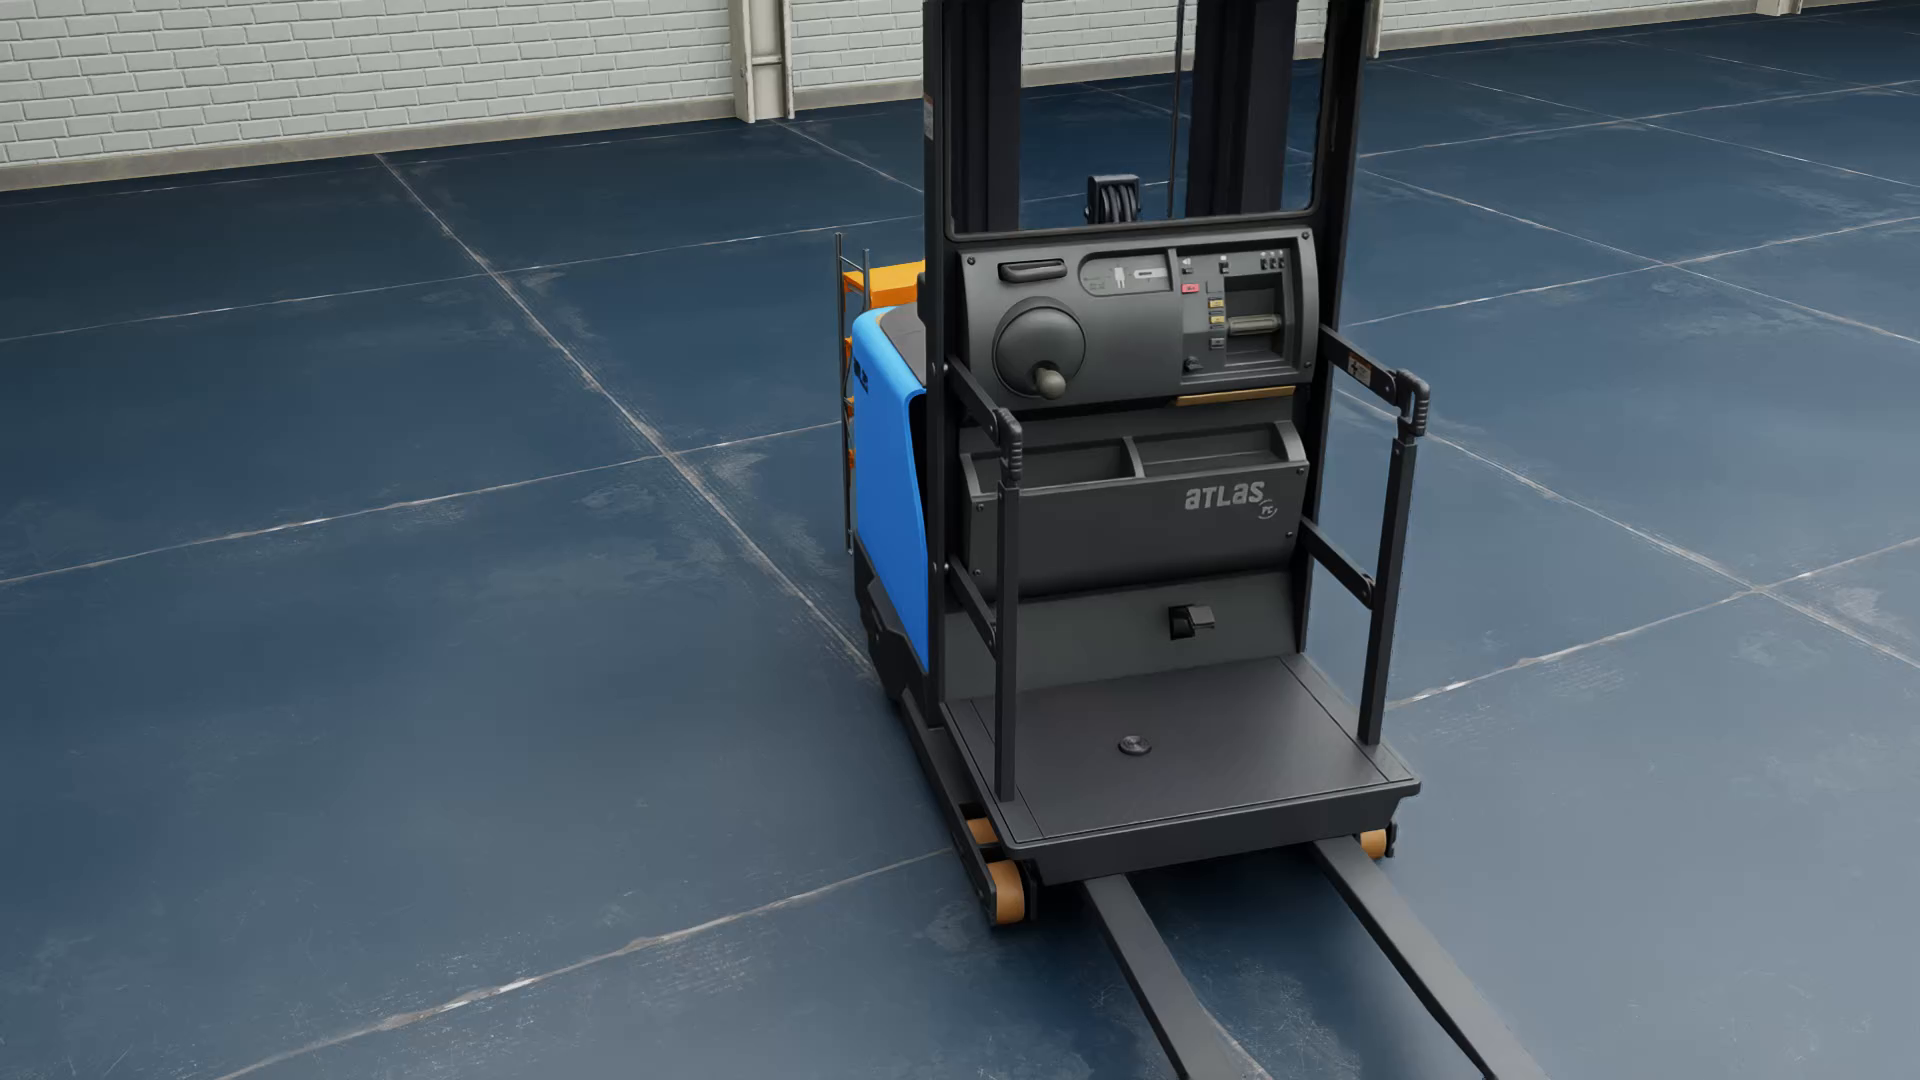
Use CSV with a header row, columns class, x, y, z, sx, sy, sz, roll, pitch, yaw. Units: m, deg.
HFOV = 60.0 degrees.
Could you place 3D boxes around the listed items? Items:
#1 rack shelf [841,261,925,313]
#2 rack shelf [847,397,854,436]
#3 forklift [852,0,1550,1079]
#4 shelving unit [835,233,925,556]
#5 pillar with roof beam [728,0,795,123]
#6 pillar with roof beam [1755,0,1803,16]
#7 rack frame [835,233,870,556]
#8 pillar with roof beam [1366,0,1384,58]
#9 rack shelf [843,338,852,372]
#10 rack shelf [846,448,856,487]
class,x,y,z,sx,sy,sz,roll,pitch,yaw
rack shelf,-0.146,-0.861,5.750,0.480,0.148,0.258,-13,29,-25
rack shelf,-0.146,-0.447,5.949,0.480,0.148,0.258,-13,29,-25
forklift,0.516,-0.531,3.970,1.130,2.935,3.031,-7,26,-14
shelving unit,-0.146,-0.507,5.920,0.503,1.200,0.258,-13,29,-25
pillar with roof beam,0.464,-5.793,7.919,0.400,9.000,9.100,-13,29,-25
pillar with roof beam,11.053,-8.237,13.009,0.400,9.000,9.100,-13,29,-25
rack frame,-0.361,-0.457,5.817,0.015,1.200,0.240,-13,29,-25
pillar with roof beam,5.759,-7.015,10.464,0.400,9.000,9.100,-13,29,-25
rack shelf,-0.146,-0.648,5.852,0.480,0.148,0.258,-13,29,-25
rack shelf,-0.146,-0.268,6.035,0.480,0.148,0.258,-13,29,-25
